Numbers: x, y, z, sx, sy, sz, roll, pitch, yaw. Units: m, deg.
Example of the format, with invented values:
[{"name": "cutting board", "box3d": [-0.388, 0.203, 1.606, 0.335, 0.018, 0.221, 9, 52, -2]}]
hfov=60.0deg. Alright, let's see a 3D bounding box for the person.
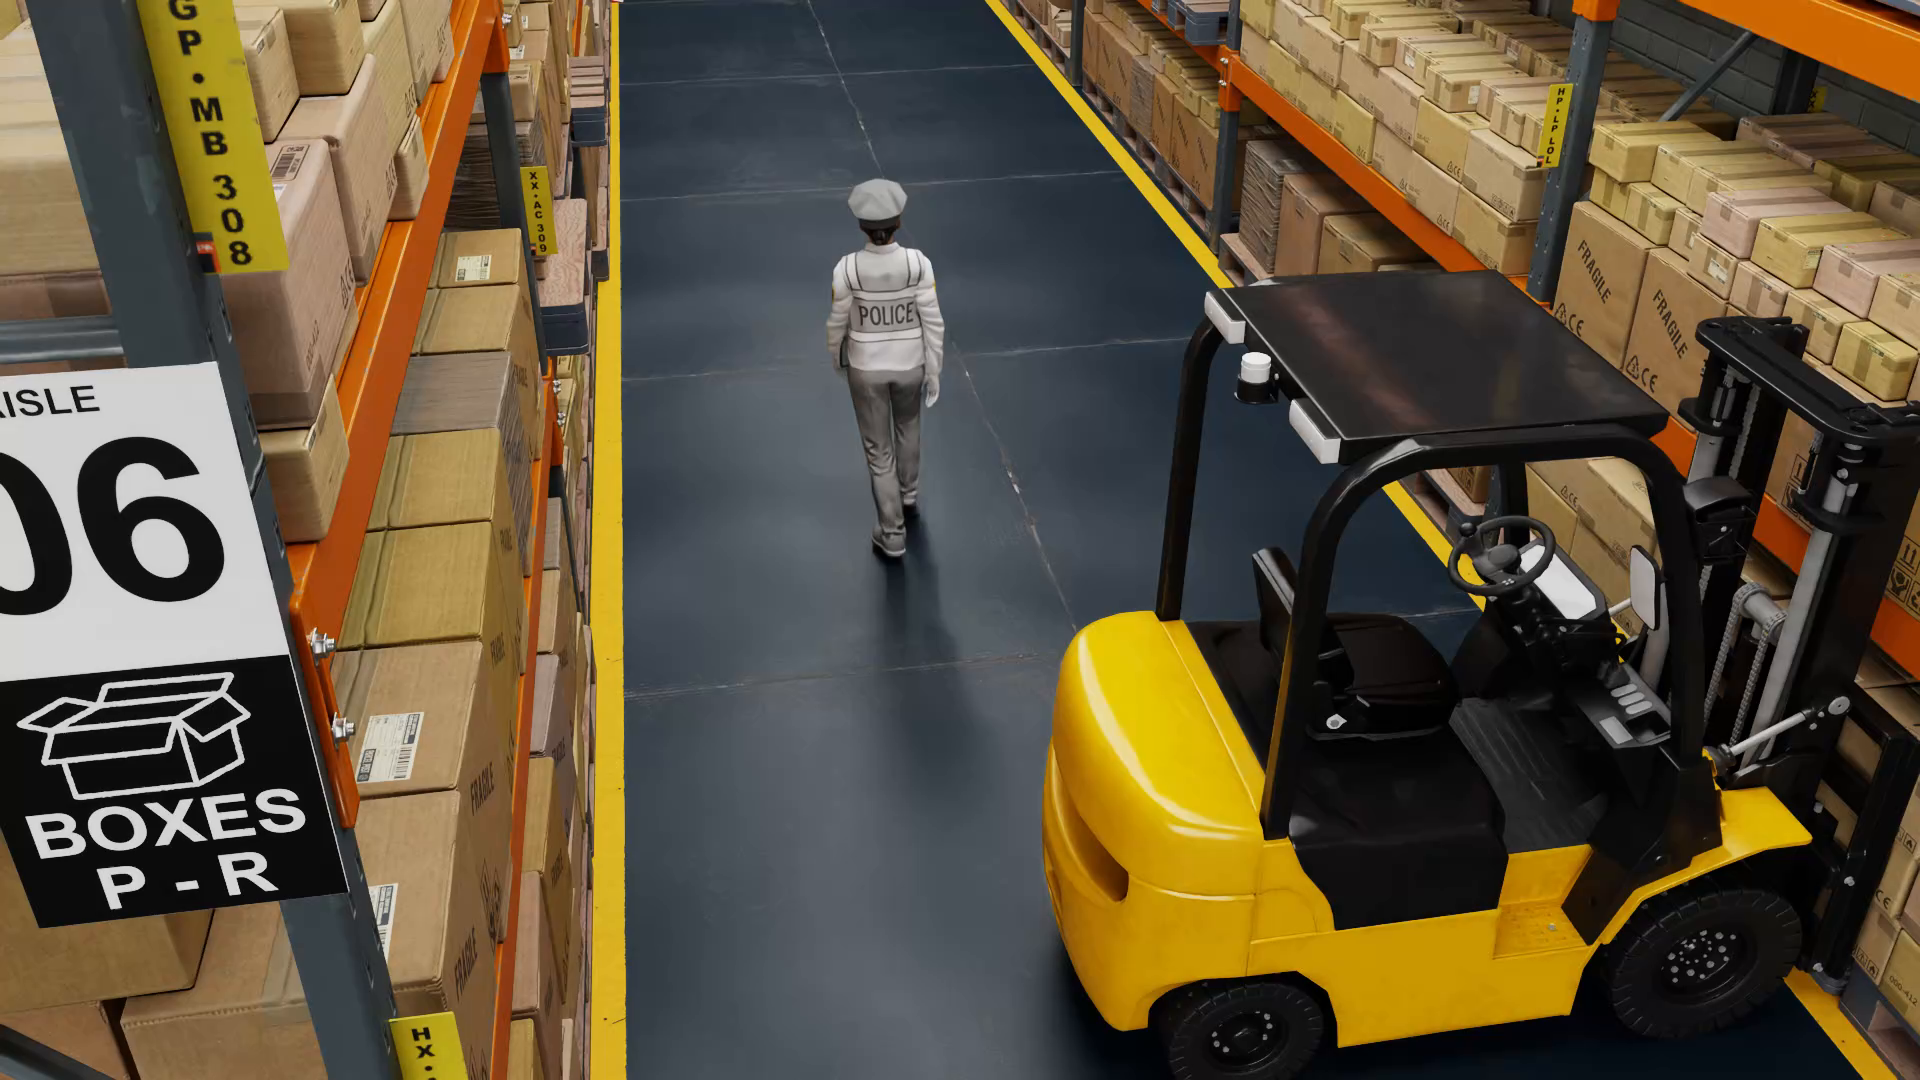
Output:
[{"name": "person", "box3d": [-0.340, -0.752, 7.391, 0.497, 1.737, 0.660, -7, 32, -12]}]
